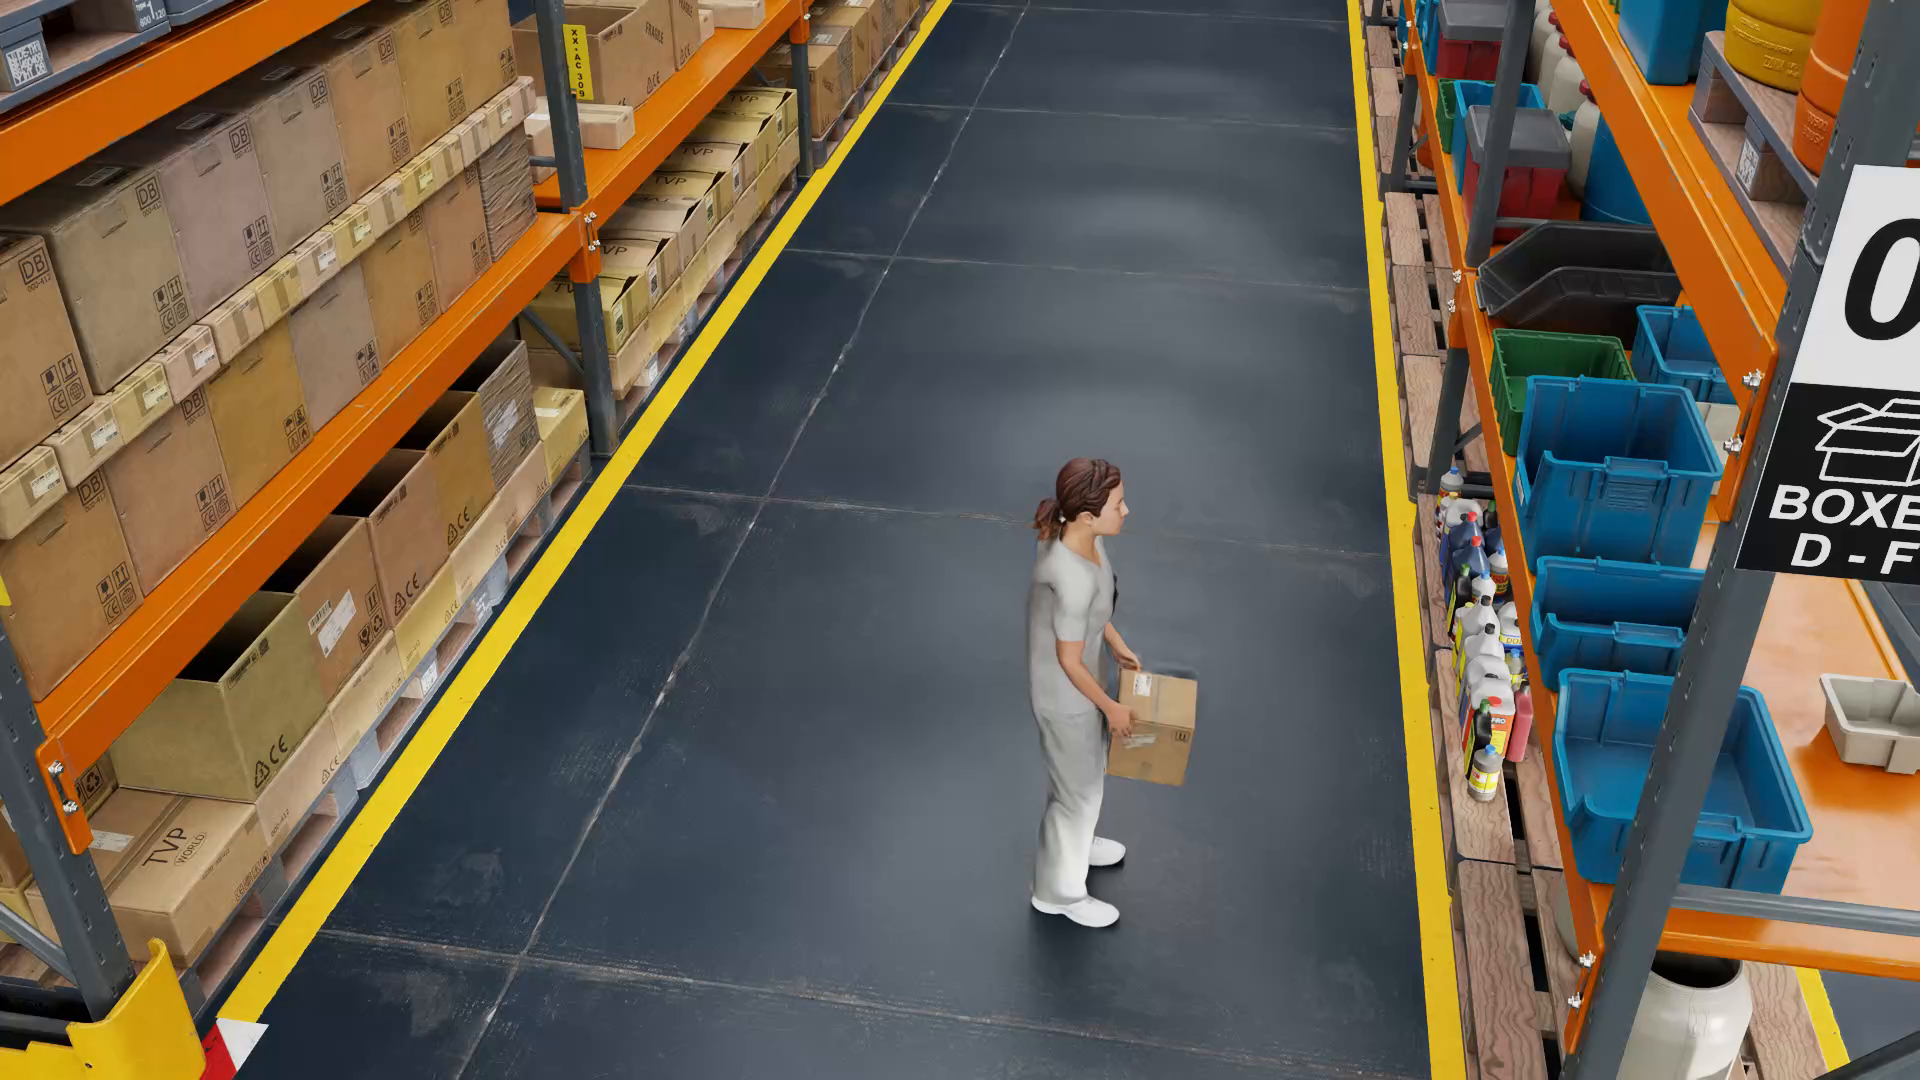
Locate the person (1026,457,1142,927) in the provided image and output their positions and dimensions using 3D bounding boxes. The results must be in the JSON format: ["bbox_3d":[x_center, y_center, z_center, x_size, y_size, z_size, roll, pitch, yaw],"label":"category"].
[{"bbox_3d":[0.394,0.478,5.385,0.378,1.676,0.467,5,33,7],"label":"person"}]
